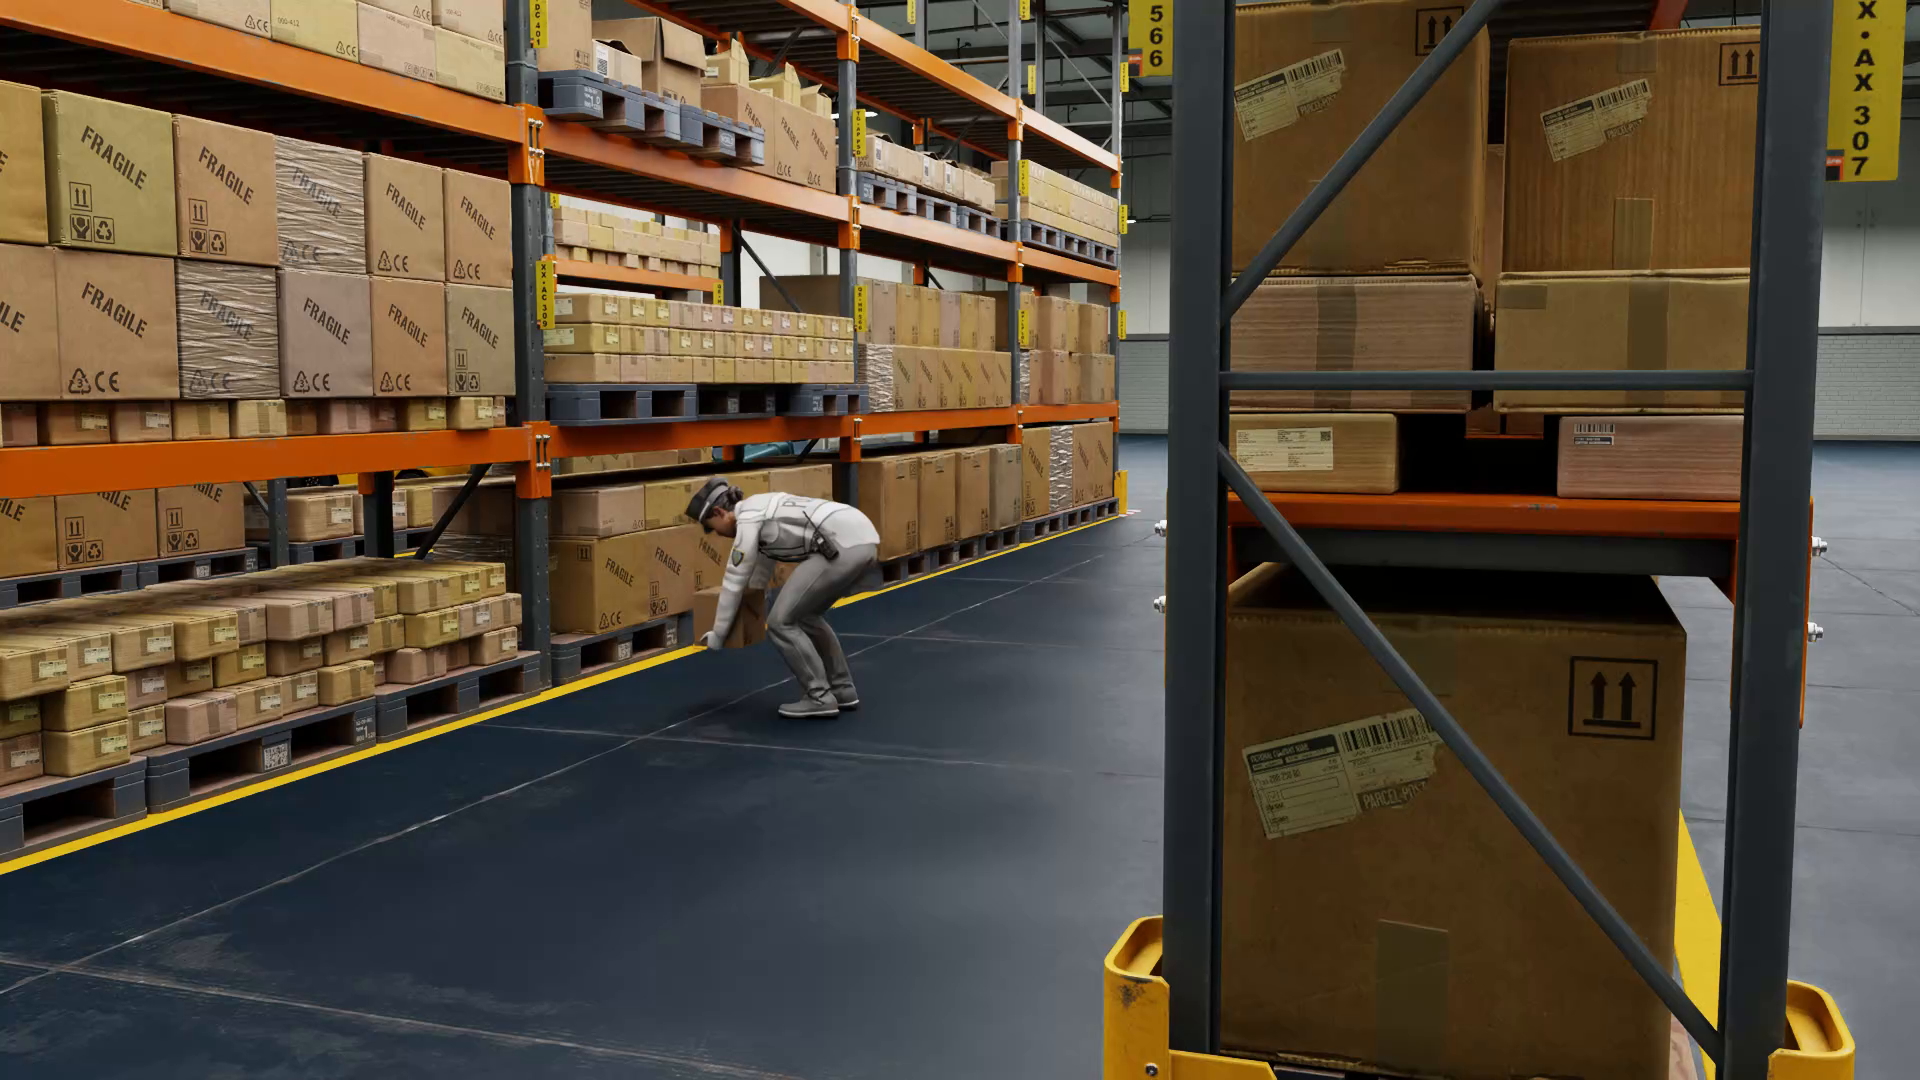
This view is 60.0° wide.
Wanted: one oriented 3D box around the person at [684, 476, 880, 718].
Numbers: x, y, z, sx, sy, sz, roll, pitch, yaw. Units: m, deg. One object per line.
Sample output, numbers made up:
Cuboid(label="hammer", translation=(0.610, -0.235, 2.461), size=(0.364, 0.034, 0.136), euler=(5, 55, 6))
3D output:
Cuboid(label="person", translation=(-0.826, 0.252, 7.674), size=(0.920, 1.085, 0.451), euler=(2, 6, 16))
